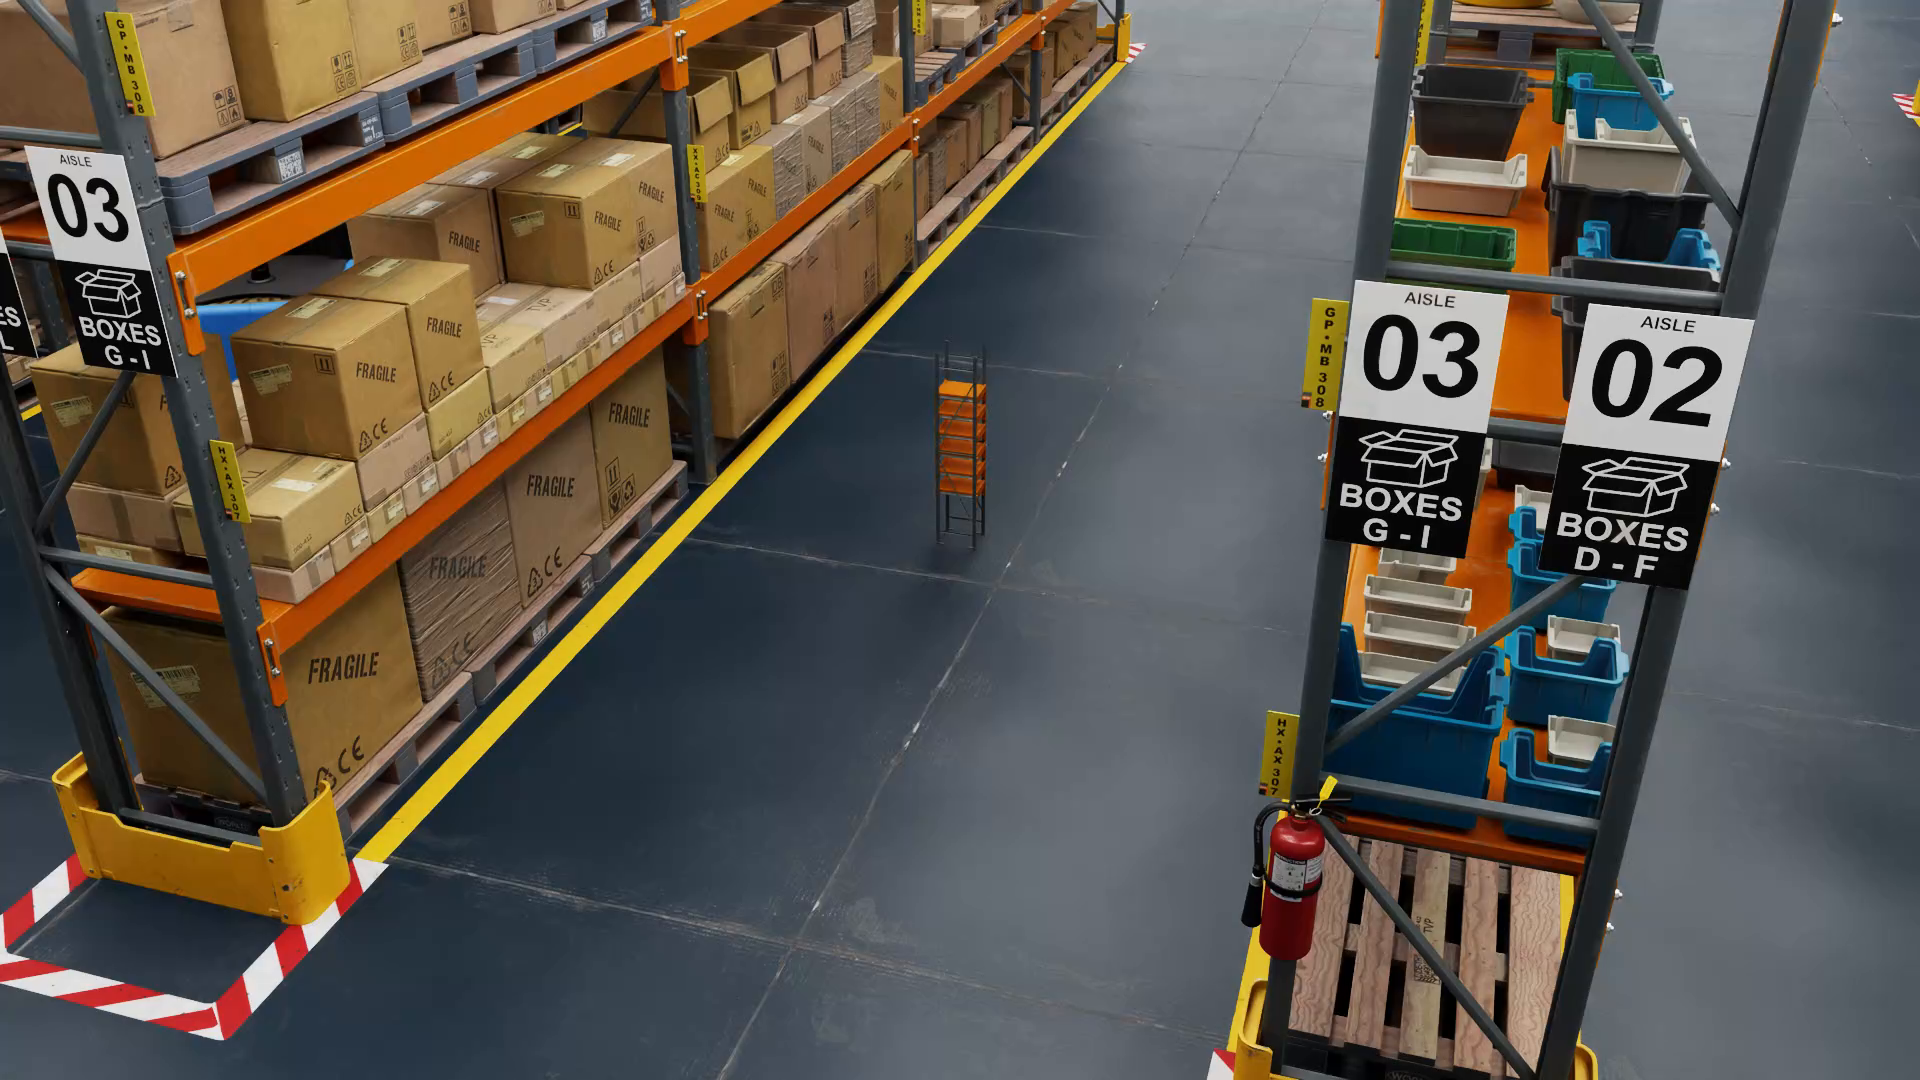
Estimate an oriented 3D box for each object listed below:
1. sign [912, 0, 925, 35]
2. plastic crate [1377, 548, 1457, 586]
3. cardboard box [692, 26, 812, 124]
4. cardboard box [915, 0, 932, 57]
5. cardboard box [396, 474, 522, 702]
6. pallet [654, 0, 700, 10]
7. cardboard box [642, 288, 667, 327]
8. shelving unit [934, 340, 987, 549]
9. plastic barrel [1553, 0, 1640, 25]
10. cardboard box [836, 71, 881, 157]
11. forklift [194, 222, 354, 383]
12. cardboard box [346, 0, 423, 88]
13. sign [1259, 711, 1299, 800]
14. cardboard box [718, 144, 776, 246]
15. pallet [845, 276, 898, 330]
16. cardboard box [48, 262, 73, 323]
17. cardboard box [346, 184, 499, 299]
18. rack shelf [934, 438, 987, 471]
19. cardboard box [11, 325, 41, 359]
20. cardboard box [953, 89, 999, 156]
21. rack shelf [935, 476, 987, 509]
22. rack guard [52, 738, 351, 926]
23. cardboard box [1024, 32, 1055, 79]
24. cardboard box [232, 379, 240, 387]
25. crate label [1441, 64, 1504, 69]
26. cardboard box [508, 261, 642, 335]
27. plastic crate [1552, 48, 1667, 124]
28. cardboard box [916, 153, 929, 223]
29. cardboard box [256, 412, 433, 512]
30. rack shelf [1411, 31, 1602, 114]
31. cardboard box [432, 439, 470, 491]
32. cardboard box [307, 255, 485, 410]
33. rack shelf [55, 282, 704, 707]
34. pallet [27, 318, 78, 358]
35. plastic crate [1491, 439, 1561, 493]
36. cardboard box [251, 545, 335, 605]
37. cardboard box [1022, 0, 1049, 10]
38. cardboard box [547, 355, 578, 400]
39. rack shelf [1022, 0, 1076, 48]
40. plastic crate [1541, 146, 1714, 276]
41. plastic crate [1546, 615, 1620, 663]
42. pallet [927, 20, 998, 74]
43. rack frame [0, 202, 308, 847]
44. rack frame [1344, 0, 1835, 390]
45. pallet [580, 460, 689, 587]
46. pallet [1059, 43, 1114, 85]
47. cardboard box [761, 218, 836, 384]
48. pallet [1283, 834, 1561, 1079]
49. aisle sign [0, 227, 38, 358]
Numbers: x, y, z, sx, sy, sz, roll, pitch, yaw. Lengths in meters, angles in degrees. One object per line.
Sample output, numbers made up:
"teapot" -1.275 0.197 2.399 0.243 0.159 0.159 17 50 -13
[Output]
"sign" -0.314 -4.027 12.712 0.100 0.325 0.005 8 30 15
"plastic crate" 1.834 0.104 6.686 0.298 0.136 0.250 8 30 15
"cardboard box" -1.460 -3.128 11.153 0.797 0.503 0.637 9 30 16
"cardboard box" -0.657 -4.356 13.960 0.700 0.500 0.500 13 32 22
"cardboard box" -2.815 0.133 8.180 0.875 0.875 0.875 8 30 15
"pallet" -1.798 -3.400 9.887 0.805 0.209 1.217 7 30 13
"cardboard box" -1.871 -1.321 9.298 0.380 0.149 0.250 9 30 16
"shelving unit" 0.004 -0.531 9.470 0.258 1.200 0.189 8 30 15
"plastic barrel" 3.109 -2.795 8.032 0.433 0.535 0.433 0 29 0
"cardboard box" -0.905 -3.147 12.218 0.500 0.500 0.500 8 30 14
"forklift" -4.523 -2.482 11.196 1.130 2.935 3.031 -4 29 -7
"cardboard box" -2.706 -2.203 6.902 0.700 0.500 0.500 6 30 11
"sign" 1.010 0.684 5.267 0.100 0.325 0.005 8 30 15
"cardboard box" -1.499 -2.195 10.508 0.500 0.500 0.500 9 30 15
"pallet" -1.149 -2.024 13.172 1.003 0.211 1.213 8 30 15
"cardboard box" -6.261 -1.891 12.203 0.500 0.500 0.500 10 31 17
"cardboard box" -2.705 -1.475 8.394 0.500 0.500 0.500 8 30 13
"rack shelf" 0.004 -0.492 9.492 0.258 0.103 0.180 8 30 15
"cardboard box" -6.520 -1.370 11.322 0.380 0.149 0.250 9 30 16
"cardboard box" -0.030 -4.056 16.074 0.700 0.500 0.500 8 30 15
"rack shelf" 0.004 -0.282 9.609 0.258 0.103 0.180 8 30 15
"rack guard" -3.201 1.223 7.038 1.175 0.500 0.348 8 30 15
"cardboard box" 0.752 -5.296 18.323 0.500 0.500 0.500 6 30 10
"cardboard box" -3.007 -0.680 7.736 0.500 0.250 0.500 7 30 13
"crate label" 2.295 -2.042 7.521 0.293 0.136 0.466 8 30 15
"cardboard box" -2.048 -1.321 8.887 0.500 0.250 0.500 9 30 16
"plastic crate" 2.880 -2.011 7.412 0.450 0.188 0.662 8 30 15
"cardboard box" -0.668 -3.013 14.199 0.700 0.500 0.500 7 30 12
"cardboard box" -2.648 -0.372 7.182 0.500 0.250 0.500 8 30 14
"rack shelf" 3.302 -2.959 9.638 1.077 0.370 4.000 8 30 15
"cardboard box" -2.474 -0.367 7.582 0.380 0.149 0.250 8 30 14
"cardboard box" -2.502 -0.931 7.416 0.500 0.500 0.500 8 30 14
"rack shelf" -2.607 -0.496 8.296 1.077 0.370 4.000 8 30 15
"pallet" -6.504 -1.638 12.477 1.003 0.211 1.213 8 30 15
"plastic crate" 2.643 -0.380 7.569 0.437 0.125 0.590 8 30 15
"cardboard box" -2.774 0.111 6.723 0.380 0.149 0.250 9 30 15
"cardboard box" 0.679 -5.405 16.638 0.380 0.149 0.250 8 30 15
"cardboard box" -2.173 -0.844 8.440 0.380 0.149 0.250 8 30 14
"rack shelf" 0.916 -6.072 18.320 1.077 0.370 4.000 8 30 15
"plastic crate" 2.252 -1.128 5.671 0.504 0.338 0.767 8 30 15
"plastic crate" 2.301 0.395 6.164 0.250 0.136 0.298 8 30 15
"pallet" -0.304 -4.440 14.844 1.003 0.211 1.213 8 30 15
"rack frame" -3.194 0.119 6.450 1.000 3.000 0.127 8 30 15
"rack frame" 1.541 -1.796 3.721 1.000 3.000 0.127 8 30 15
"pallet" -2.318 -0.179 9.854 1.003 0.211 1.213 8 30 15
"pallet" 1.208 -5.690 19.761 1.003 0.211 1.213 8 30 15
"cardboard box" -1.589 -1.710 11.492 1.225 0.875 0.875 7 30 13
"pallet" 1.820 1.667 6.536 1.003 0.211 1.213 8 30 15
"aisle sign" -3.502 -1.026 5.835 0.394 0.787 0.004 8 30 15
